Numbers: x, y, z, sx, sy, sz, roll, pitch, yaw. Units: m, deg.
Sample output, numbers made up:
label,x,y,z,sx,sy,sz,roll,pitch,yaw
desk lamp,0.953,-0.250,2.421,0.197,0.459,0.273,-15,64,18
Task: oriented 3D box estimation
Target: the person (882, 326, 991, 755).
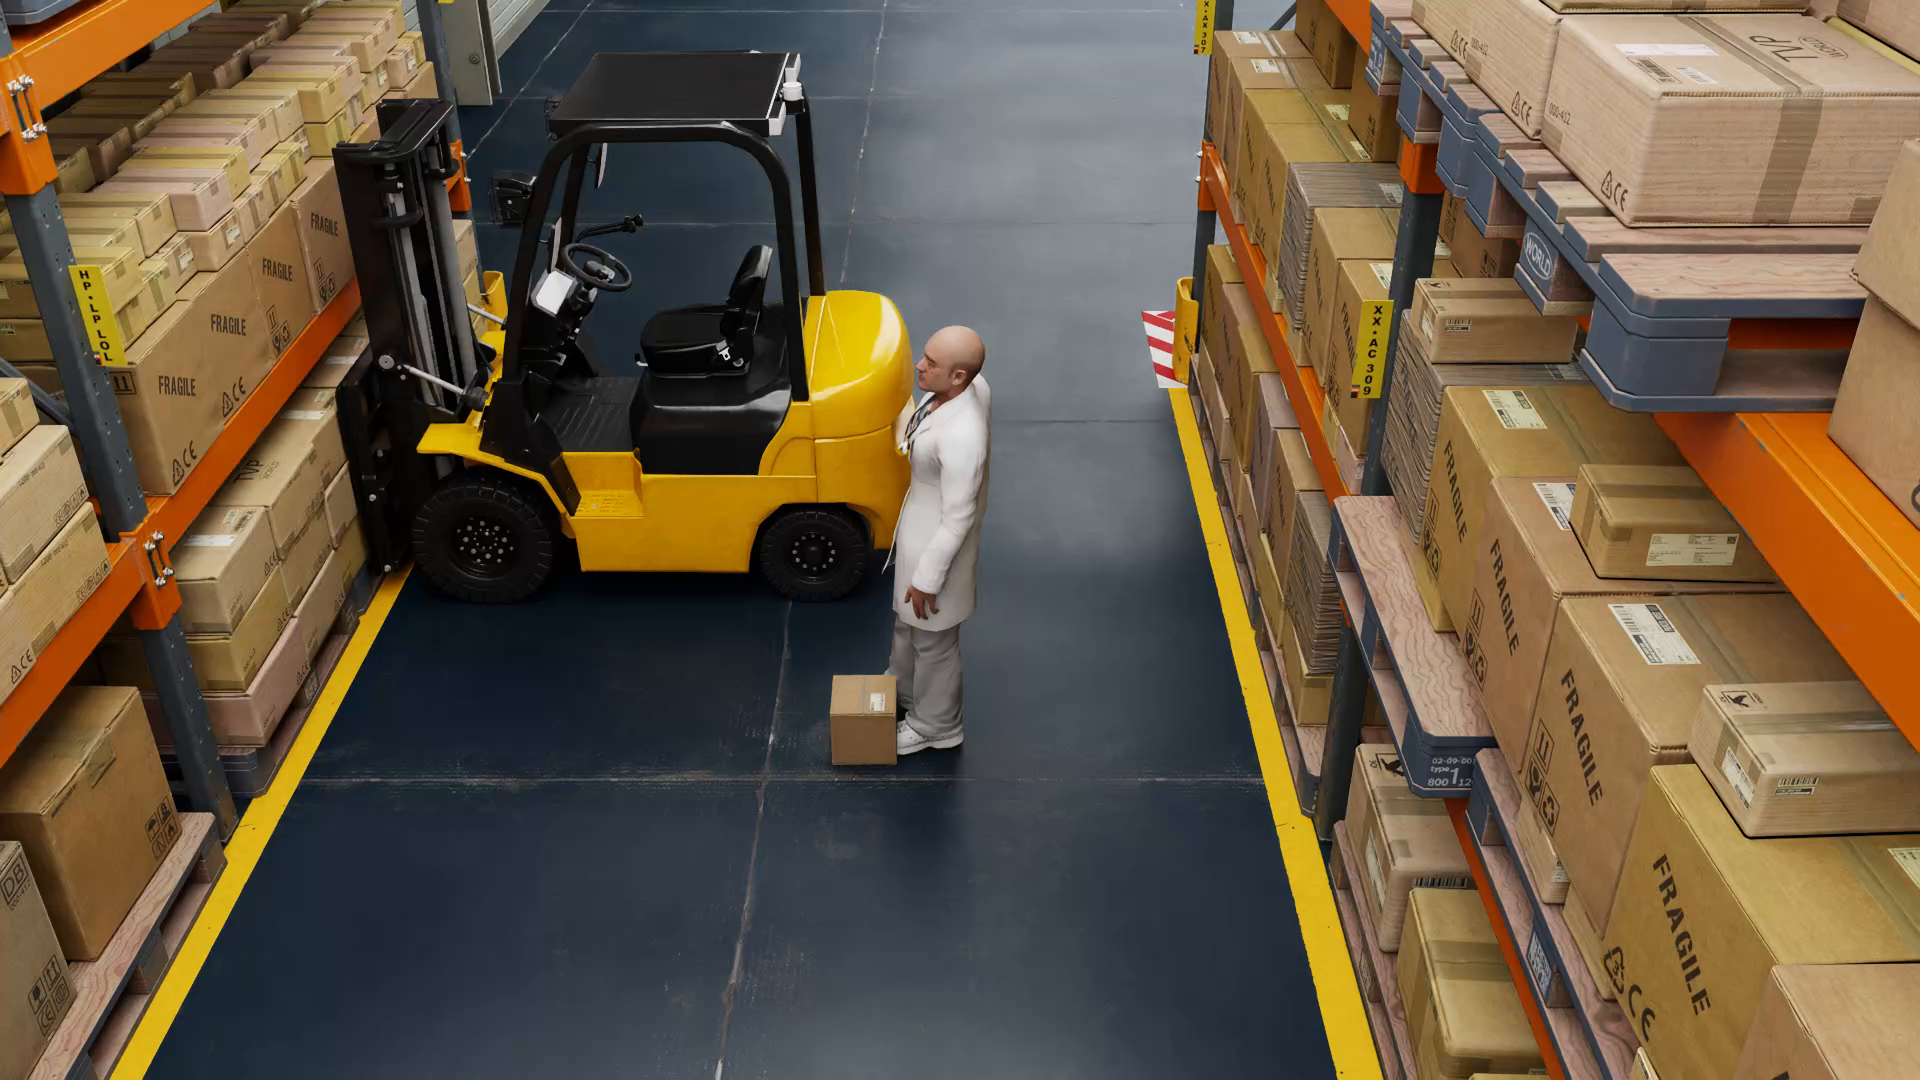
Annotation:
label,x,y,z,sx,sy,sz,roll,pitch,yaw
person,-0.179,0.026,6.089,0.578,1.778,0.696,0,31,0
